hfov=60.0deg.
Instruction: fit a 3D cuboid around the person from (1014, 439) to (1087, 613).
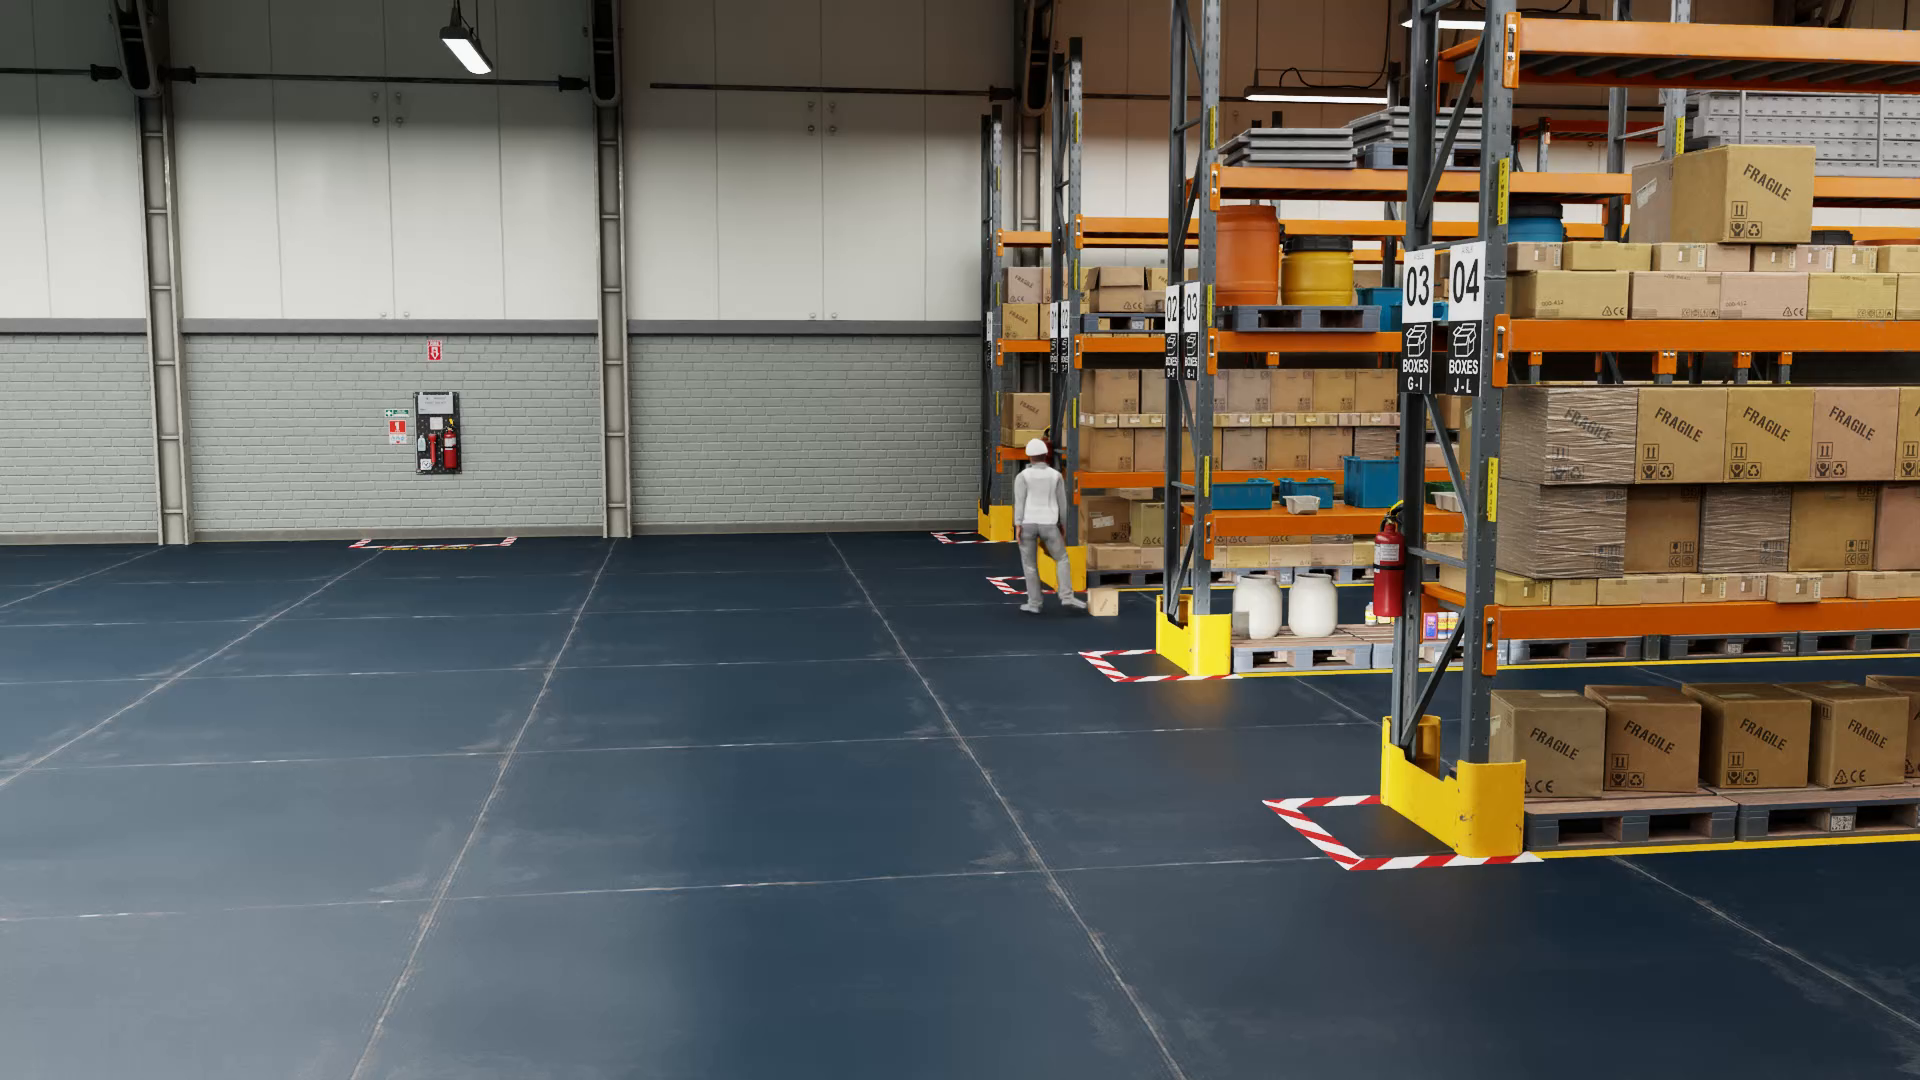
[{"bbox_3d":[0.907,-0.138,16.823,0.725,1.760,0.524,-1,6,-8],"label":"person"}]
